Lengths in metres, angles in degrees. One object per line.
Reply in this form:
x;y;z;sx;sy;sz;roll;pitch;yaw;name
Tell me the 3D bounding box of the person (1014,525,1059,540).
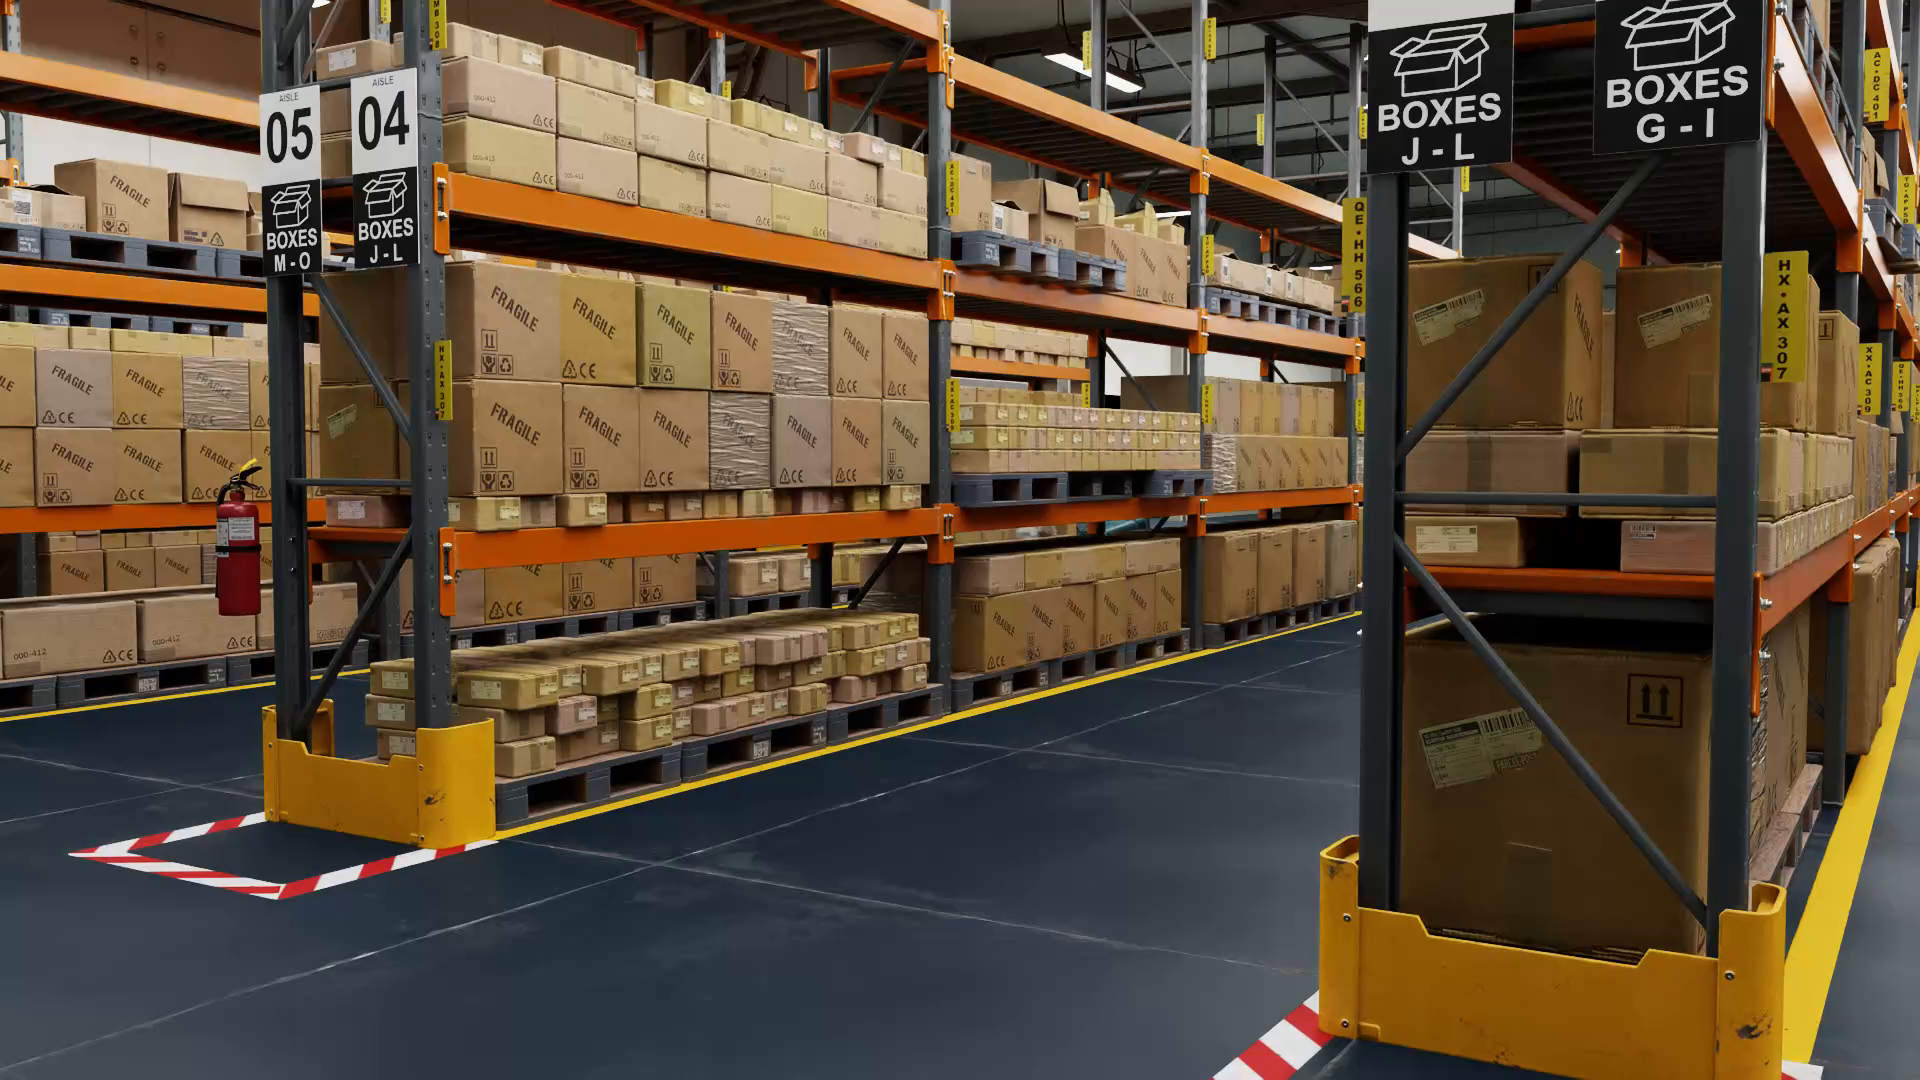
0.794;-0.032;16.720;0.446;1.626;0.500;2;3;32;person
